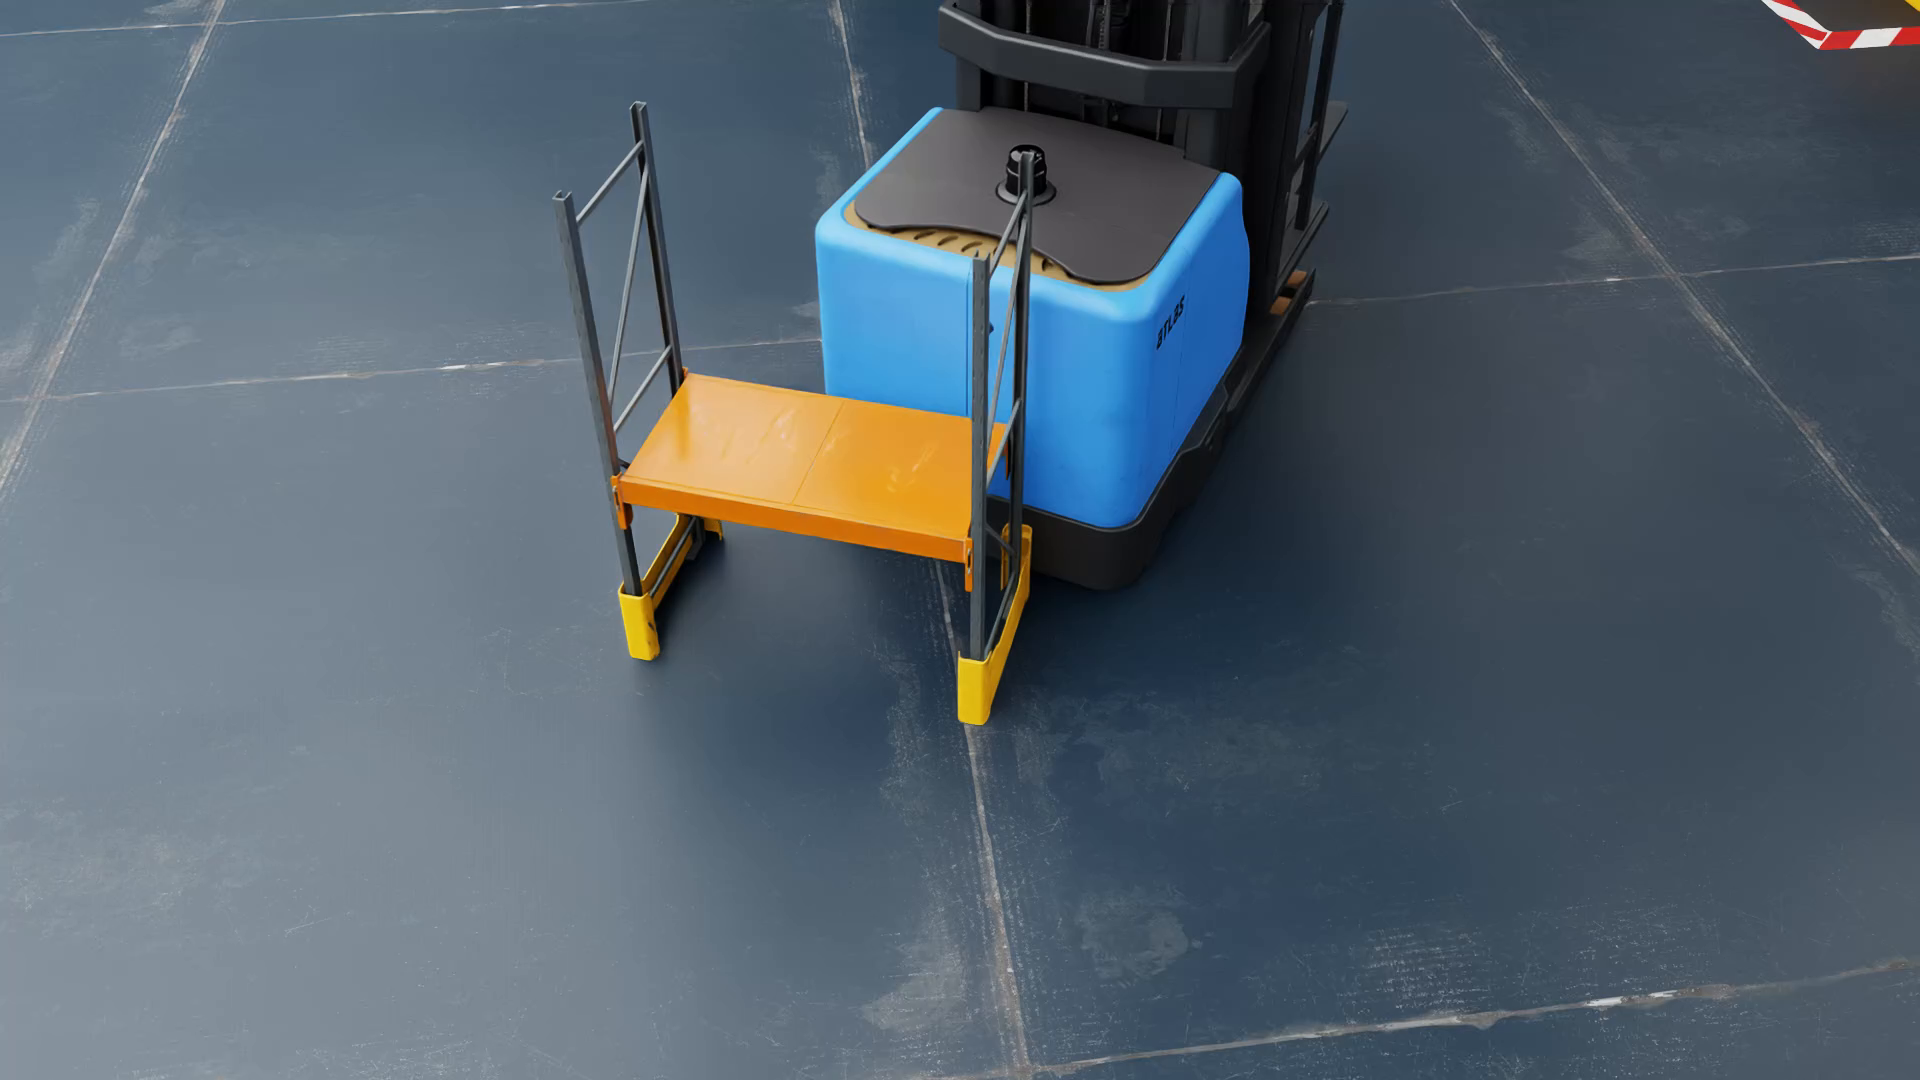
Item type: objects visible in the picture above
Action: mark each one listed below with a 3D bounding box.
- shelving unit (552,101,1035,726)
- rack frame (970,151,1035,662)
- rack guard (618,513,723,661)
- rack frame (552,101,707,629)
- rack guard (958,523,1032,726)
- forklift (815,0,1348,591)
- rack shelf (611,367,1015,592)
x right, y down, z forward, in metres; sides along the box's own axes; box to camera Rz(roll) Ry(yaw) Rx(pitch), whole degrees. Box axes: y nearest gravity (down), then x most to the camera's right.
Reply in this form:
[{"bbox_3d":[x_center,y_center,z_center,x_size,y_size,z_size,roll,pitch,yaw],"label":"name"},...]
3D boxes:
[{"bbox_3d":[-0.378,-0.314,4.478,1.083,1.500,0.587,10,43,11],"label":"shelving unit"},{"bbox_3d":[0.105,-0.229,4.384,0.032,1.500,0.500,10,43,11],"label":"rack frame"},{"bbox_3d":[-0.860,0.066,4.990,0.087,0.250,0.587,10,43,11],"label":"rack guard"},{"bbox_3d":[-0.878,-0.402,4.575,0.032,1.500,0.500,10,43,11],"label":"rack frame"},{"bbox_3d":[0.104,0.235,4.803,0.087,0.250,0.587,10,43,11],"label":"rack guard"},{"bbox_3d":[0.663,-1.925,5.196,1.130,2.935,3.031,18,45,19],"label":"forklift"},{"bbox_3d":[-0.387,-0.182,4.600,1.000,0.185,0.538,10,43,11],"label":"rack shelf"}]
